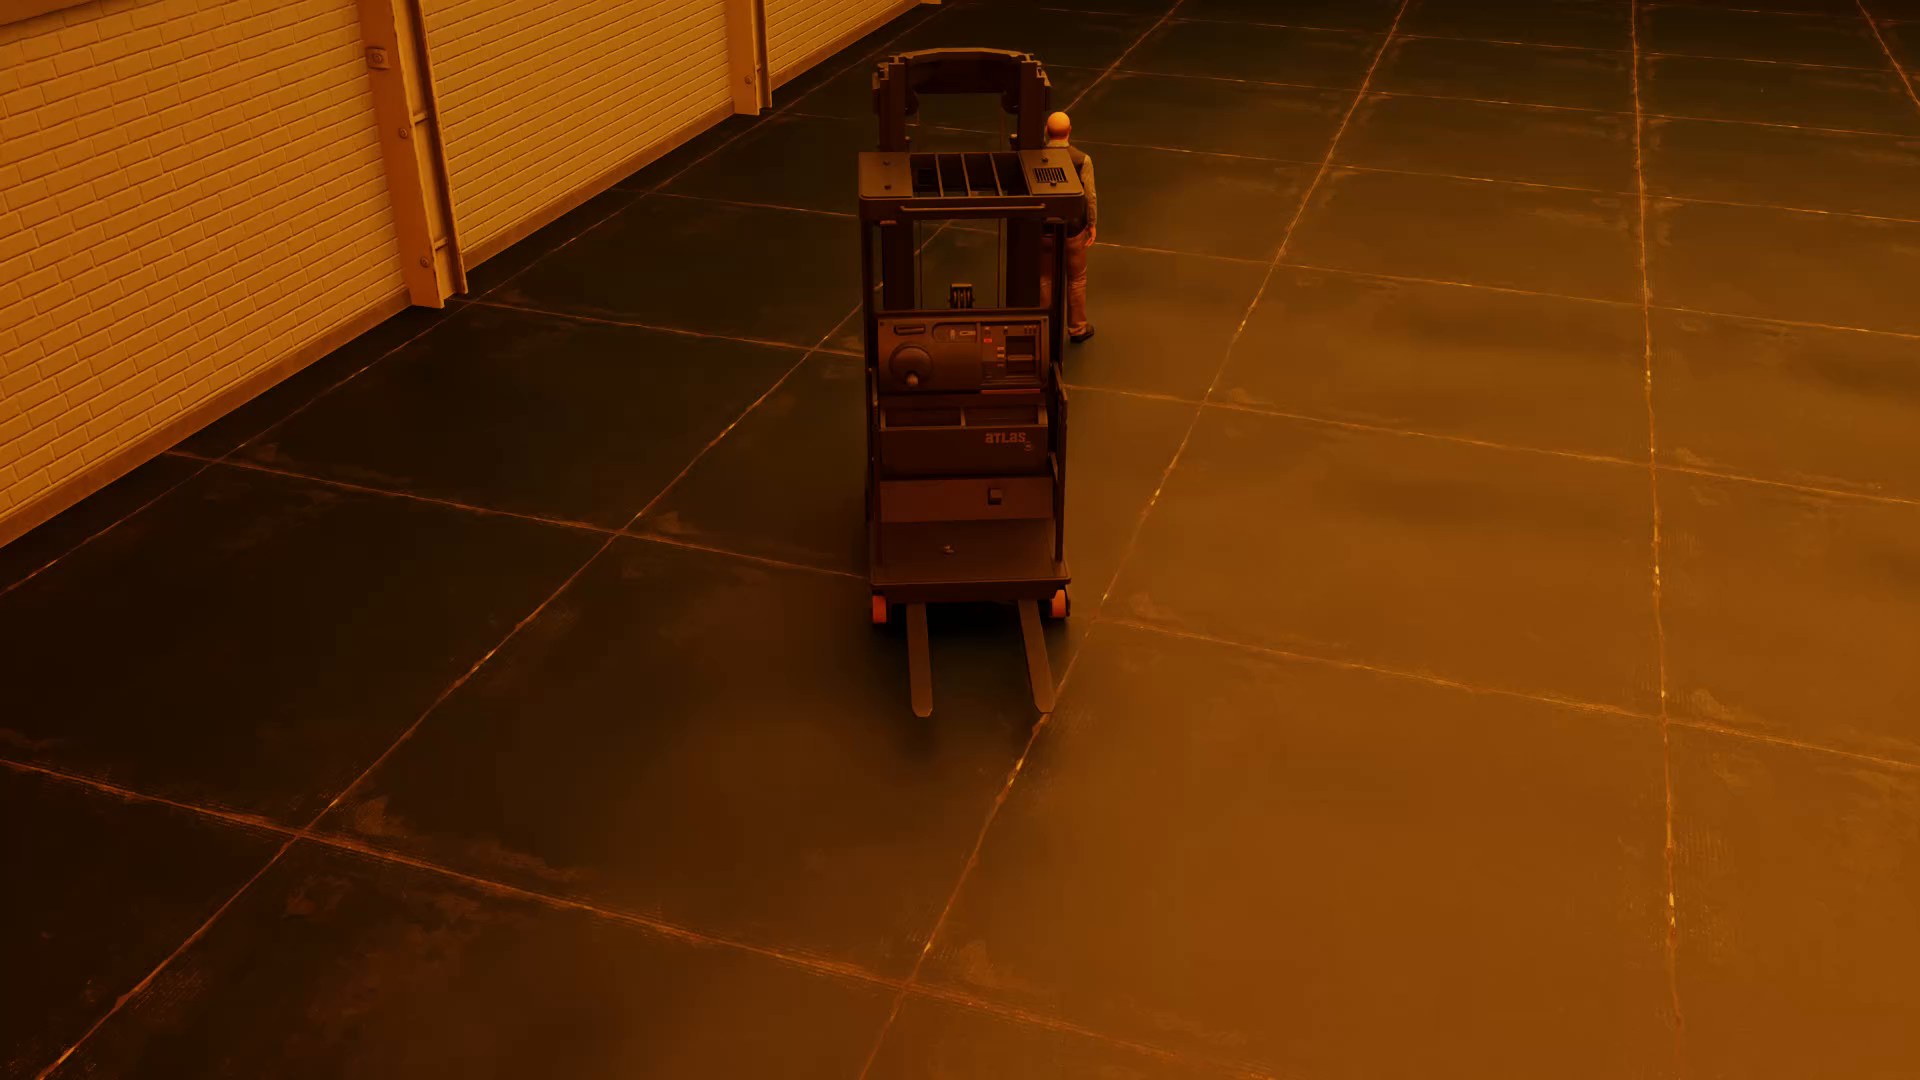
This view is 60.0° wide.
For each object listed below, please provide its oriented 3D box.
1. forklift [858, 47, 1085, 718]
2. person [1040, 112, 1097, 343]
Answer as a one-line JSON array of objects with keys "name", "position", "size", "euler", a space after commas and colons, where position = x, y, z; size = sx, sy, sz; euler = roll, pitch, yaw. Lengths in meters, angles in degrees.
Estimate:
[{"name": "forklift", "position": [0.035, -0.972, 8.842], "size": [1.130, 2.935, 3.031], "euler": [-2, 30, -3]}, {"name": "person", "position": [0.728, -2.319, 12.429], "size": [0.593, 1.720, 0.425], "euler": [6, 30, 10]}]
